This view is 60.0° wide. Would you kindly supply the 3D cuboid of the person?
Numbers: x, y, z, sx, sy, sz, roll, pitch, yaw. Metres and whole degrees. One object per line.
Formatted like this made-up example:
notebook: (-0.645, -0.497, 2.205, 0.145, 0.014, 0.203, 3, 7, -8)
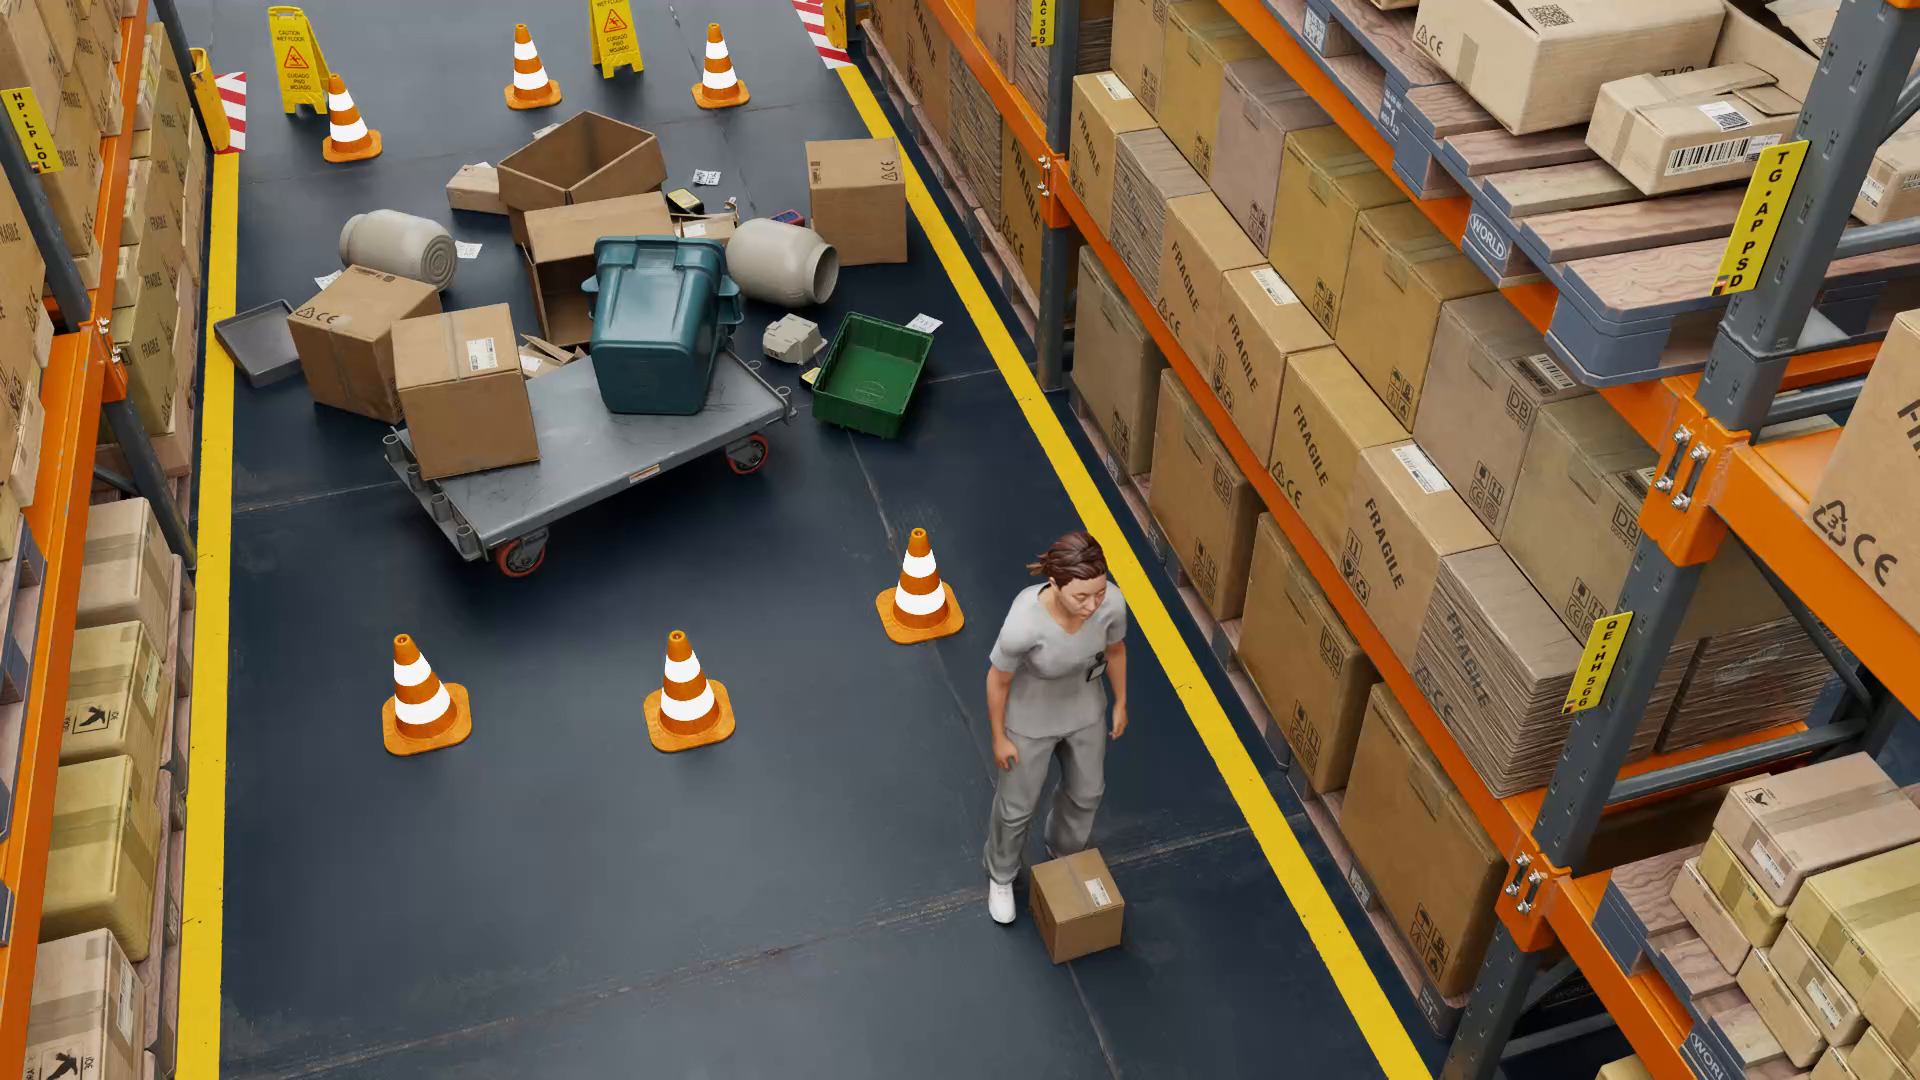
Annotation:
person: (0.314, 0.598, 5.506, 0.514, 1.673, 0.353, -14, 44, -15)
